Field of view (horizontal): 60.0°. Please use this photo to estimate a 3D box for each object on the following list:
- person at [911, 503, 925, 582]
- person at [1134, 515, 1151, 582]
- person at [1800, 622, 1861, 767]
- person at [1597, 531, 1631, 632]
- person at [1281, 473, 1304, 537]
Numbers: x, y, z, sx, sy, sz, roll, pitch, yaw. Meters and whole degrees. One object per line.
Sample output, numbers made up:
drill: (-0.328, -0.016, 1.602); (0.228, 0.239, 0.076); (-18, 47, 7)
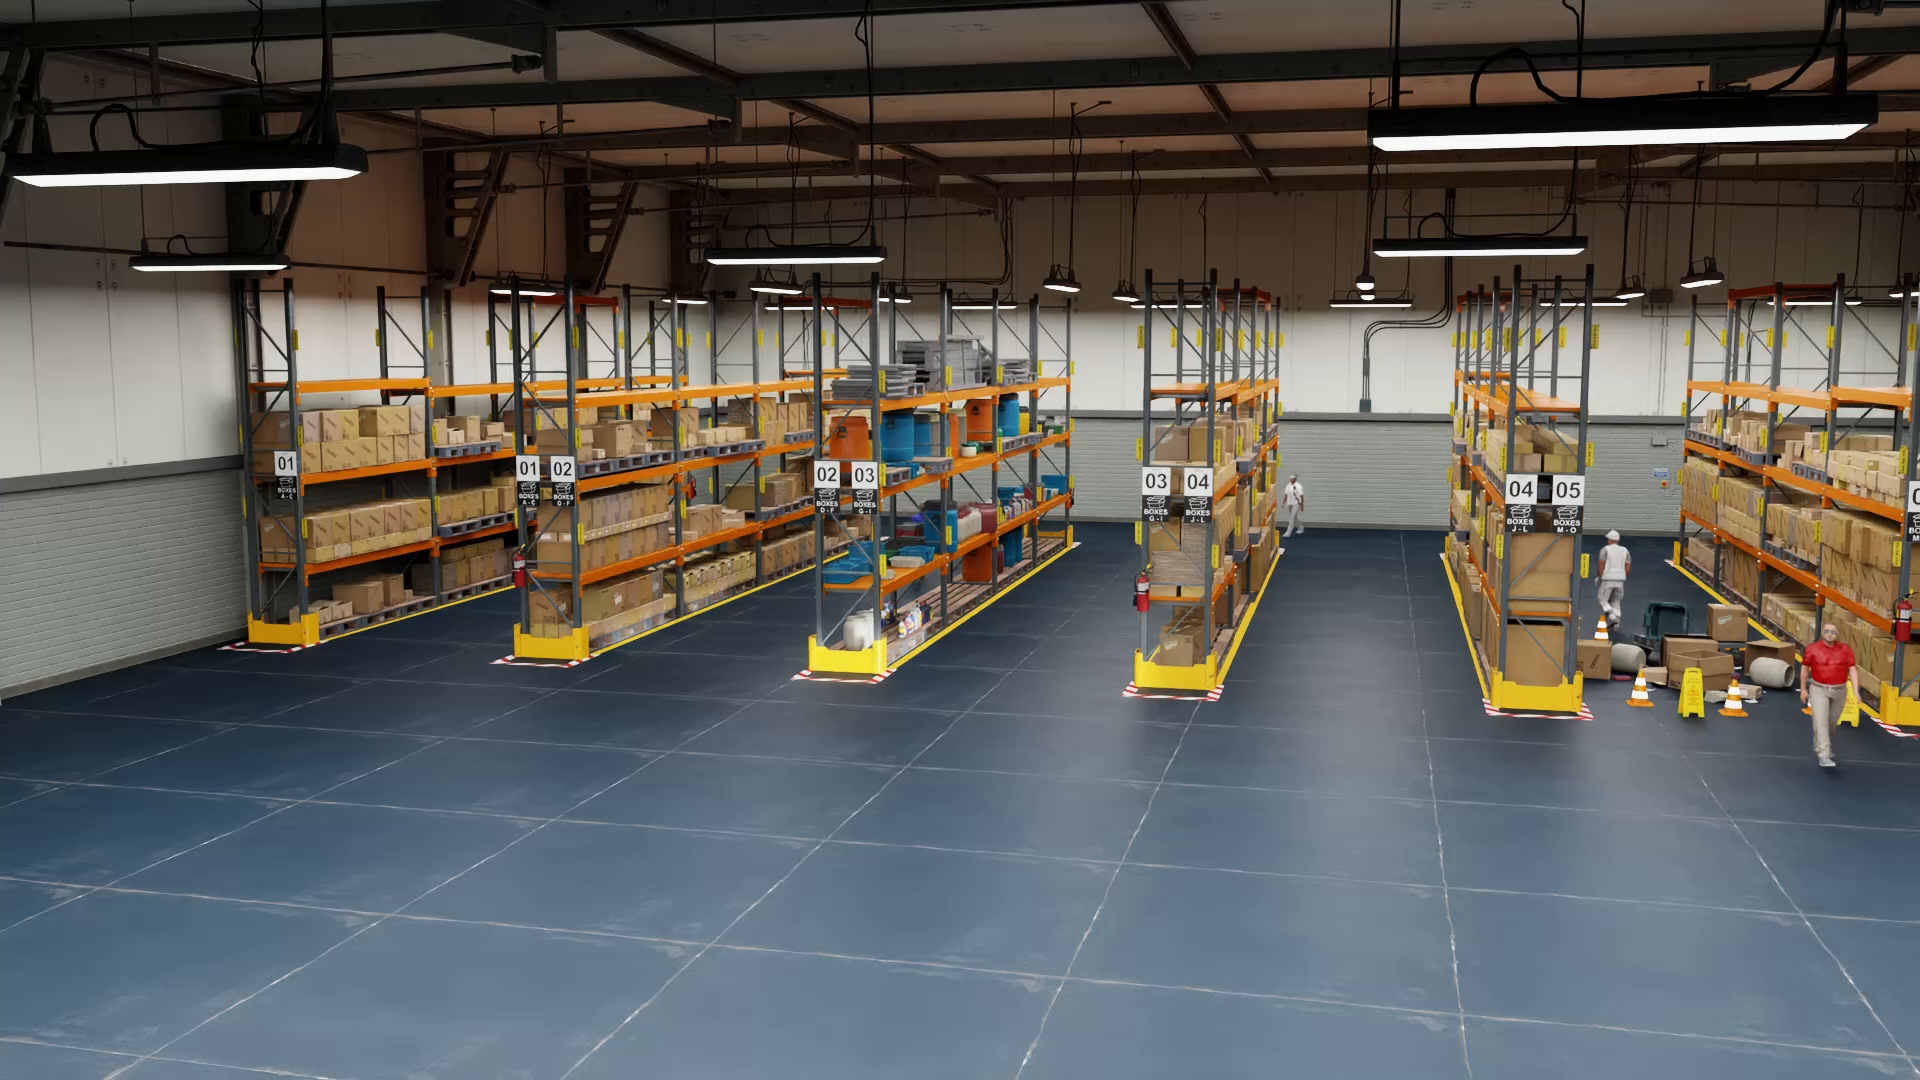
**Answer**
person: (-0.786, 0.049, 34.487); (0.490, 1.671, 0.423); (2, 7, 16)
person: (3.875, 0.164, 33.992); (0.575, 1.510, 0.790); (3, 7, 24)
person: (10.269, 1.806, 19.594); (0.562, 1.670, 1.027); (1, 7, 9)
person: (11.296, 0.719, 28.672); (0.589, 1.723, 0.757); (0, 7, 1)
person: (8.512, -0.911, 42.436); (1.076, 1.601, 0.465); (-6, 9, -40)
